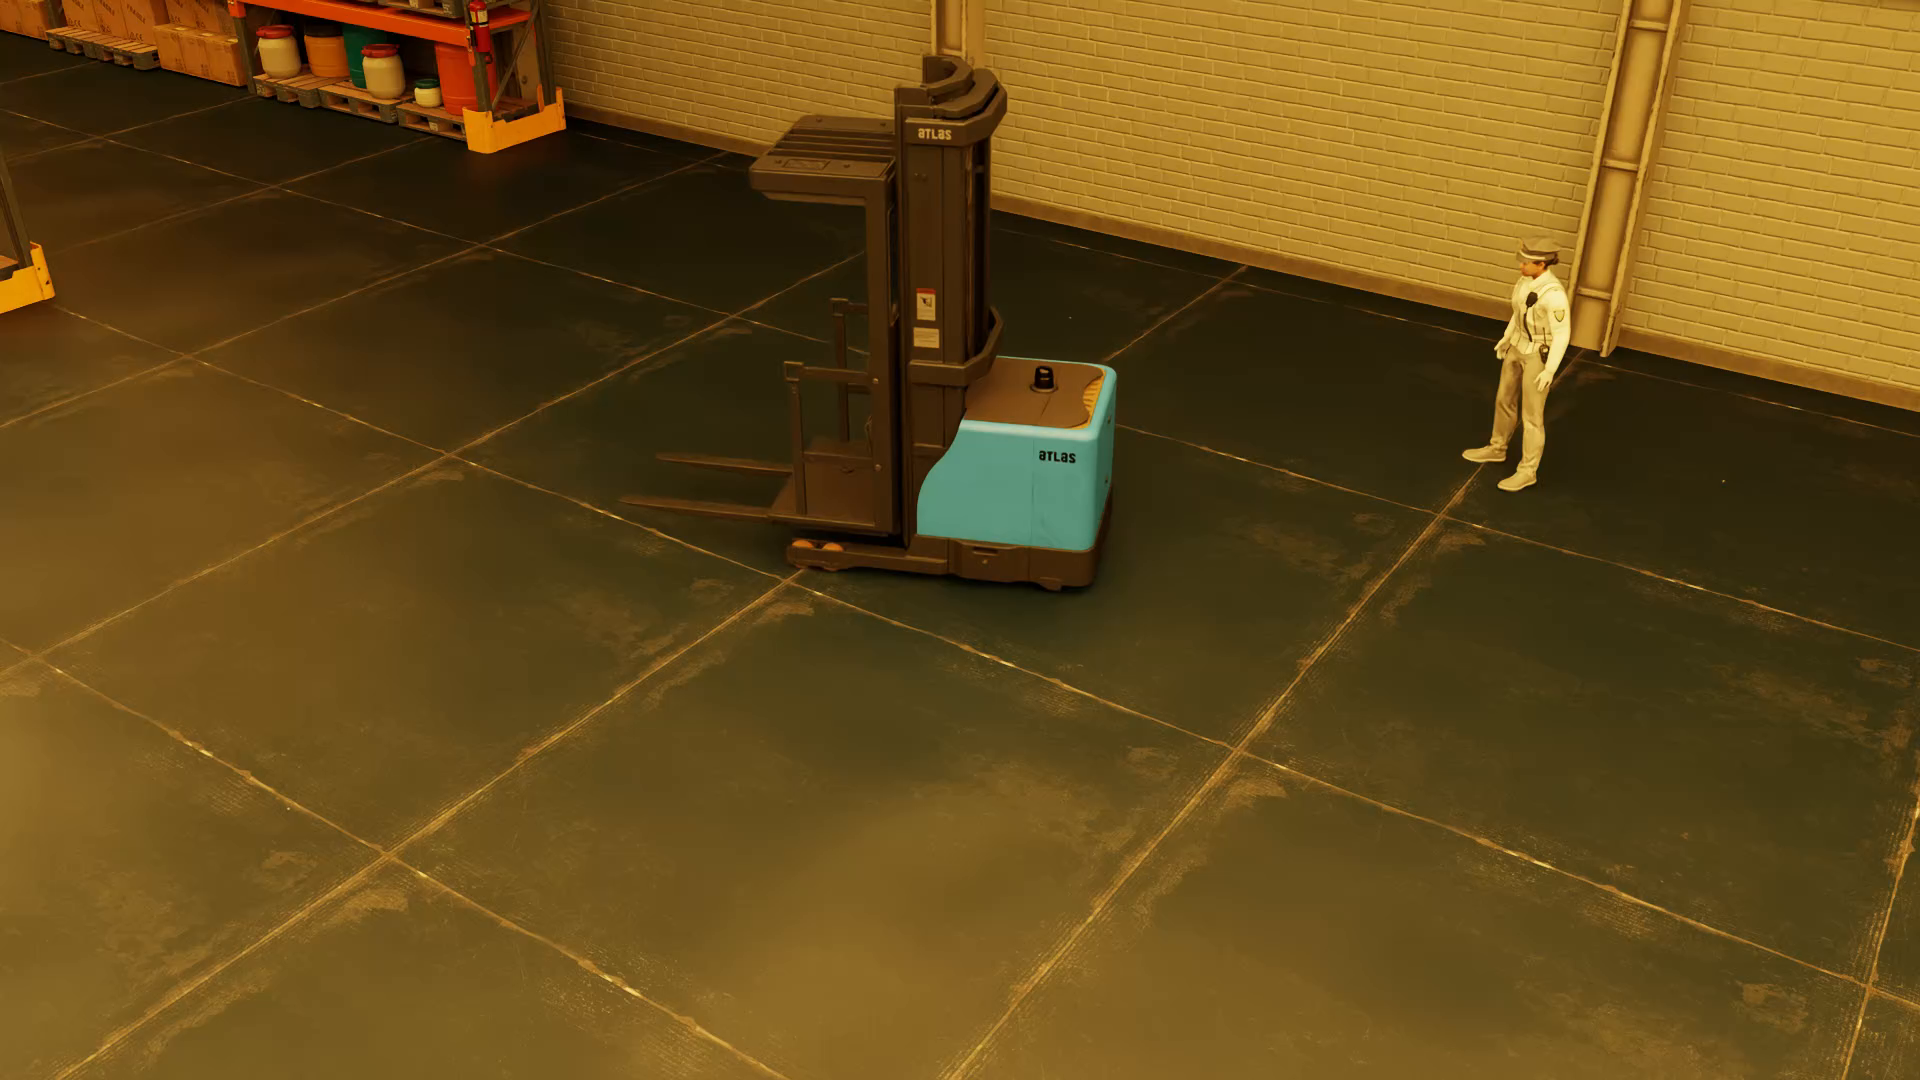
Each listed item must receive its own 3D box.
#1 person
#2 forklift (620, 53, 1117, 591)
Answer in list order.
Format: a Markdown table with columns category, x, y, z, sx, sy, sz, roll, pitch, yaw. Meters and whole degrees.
| category | x | y | z | sx | sy | sz | roll | pitch | yaw |
| --- | --- | --- | --- | --- | --- | --- | --- | --- | --- |
| person | 3.710 | -1.192 | 10.900 | 0.413 | 1.673 | 0.606 | -5 | 30 | -8 |
| forklift | -0.596 | -1.330 | 9.871 | 3.031 | 2.935 | 1.130 | 6 | 31 | 10 |
